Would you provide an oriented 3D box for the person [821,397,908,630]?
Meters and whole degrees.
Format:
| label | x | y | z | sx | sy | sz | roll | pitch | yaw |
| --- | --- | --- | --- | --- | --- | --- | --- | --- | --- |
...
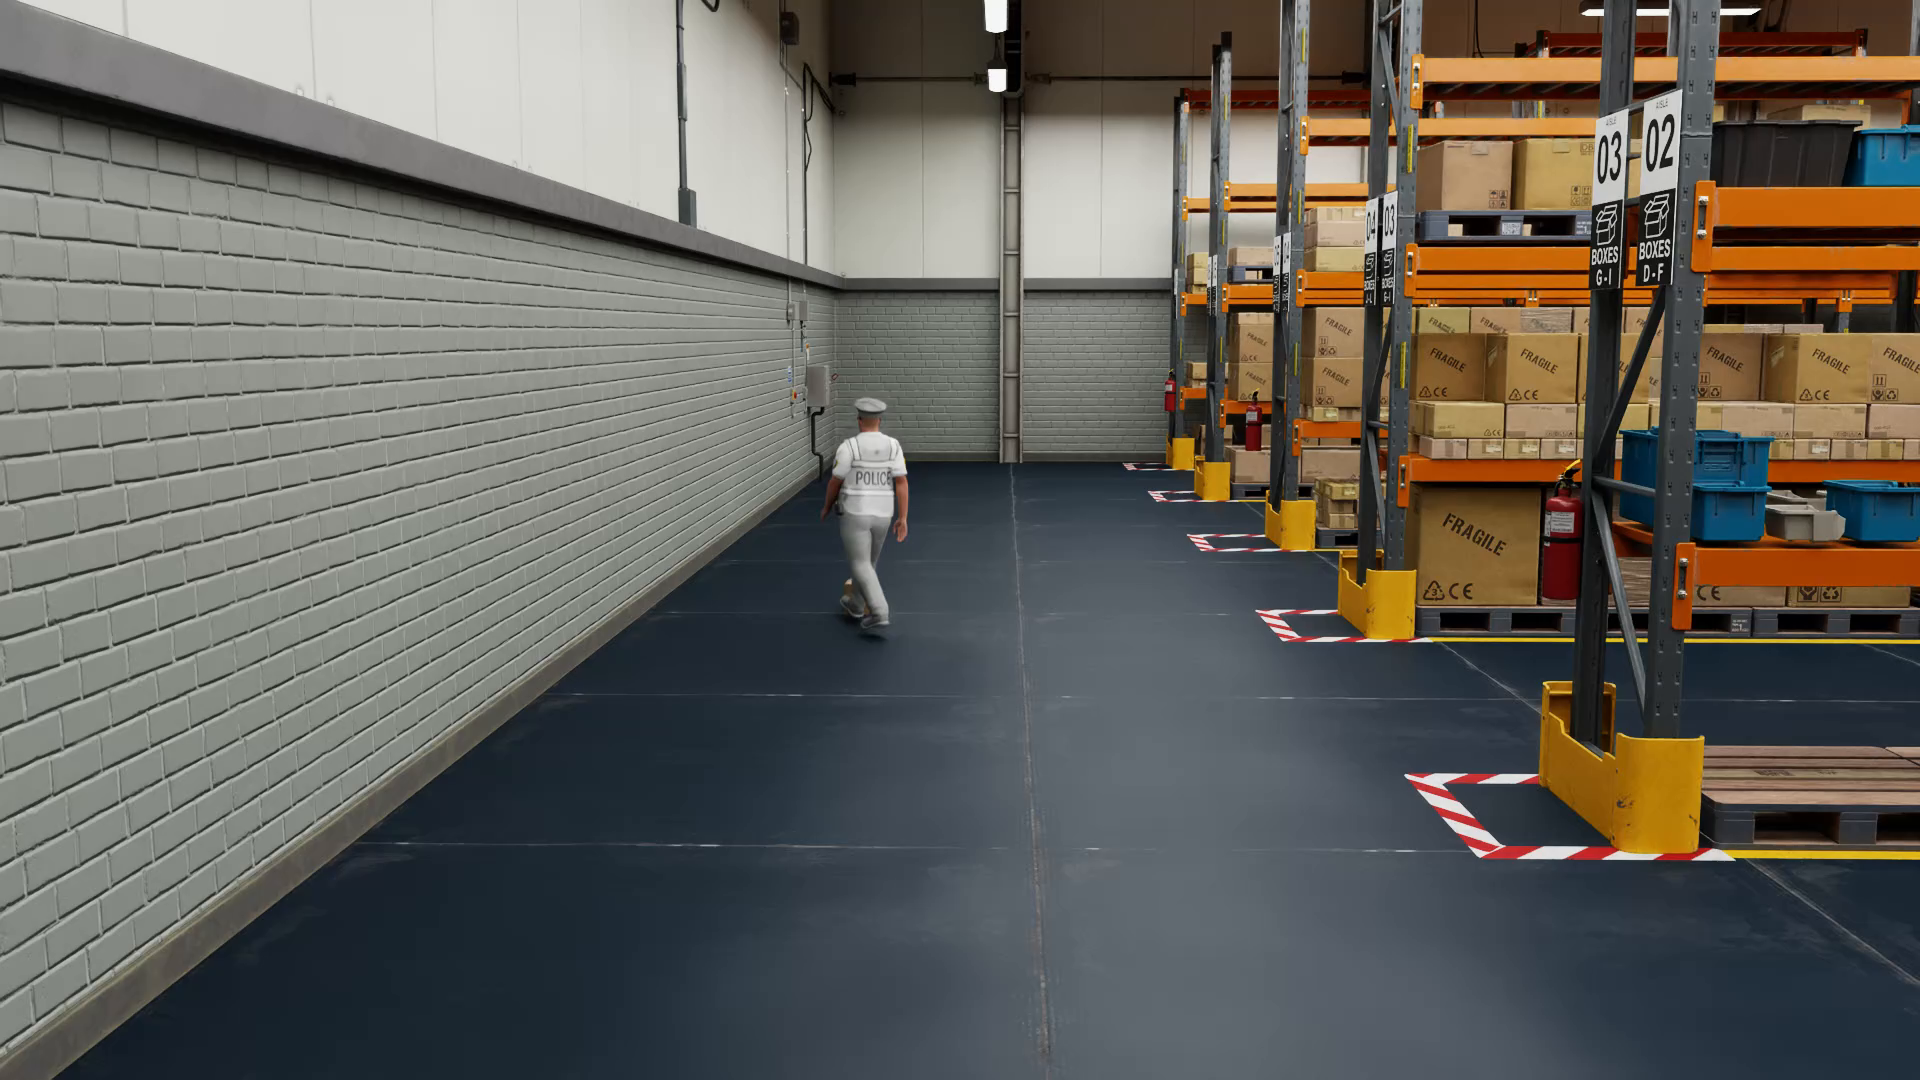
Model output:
| label | x | y | z | sx | sy | sz | roll | pitch | yaw |
| --- | --- | --- | --- | --- | --- | --- | --- | --- | --- |
| person | -0.747 | -0.213 | 12.428 | 0.544 | 1.708 | 1.071 | -5 | 9 | -33 |
